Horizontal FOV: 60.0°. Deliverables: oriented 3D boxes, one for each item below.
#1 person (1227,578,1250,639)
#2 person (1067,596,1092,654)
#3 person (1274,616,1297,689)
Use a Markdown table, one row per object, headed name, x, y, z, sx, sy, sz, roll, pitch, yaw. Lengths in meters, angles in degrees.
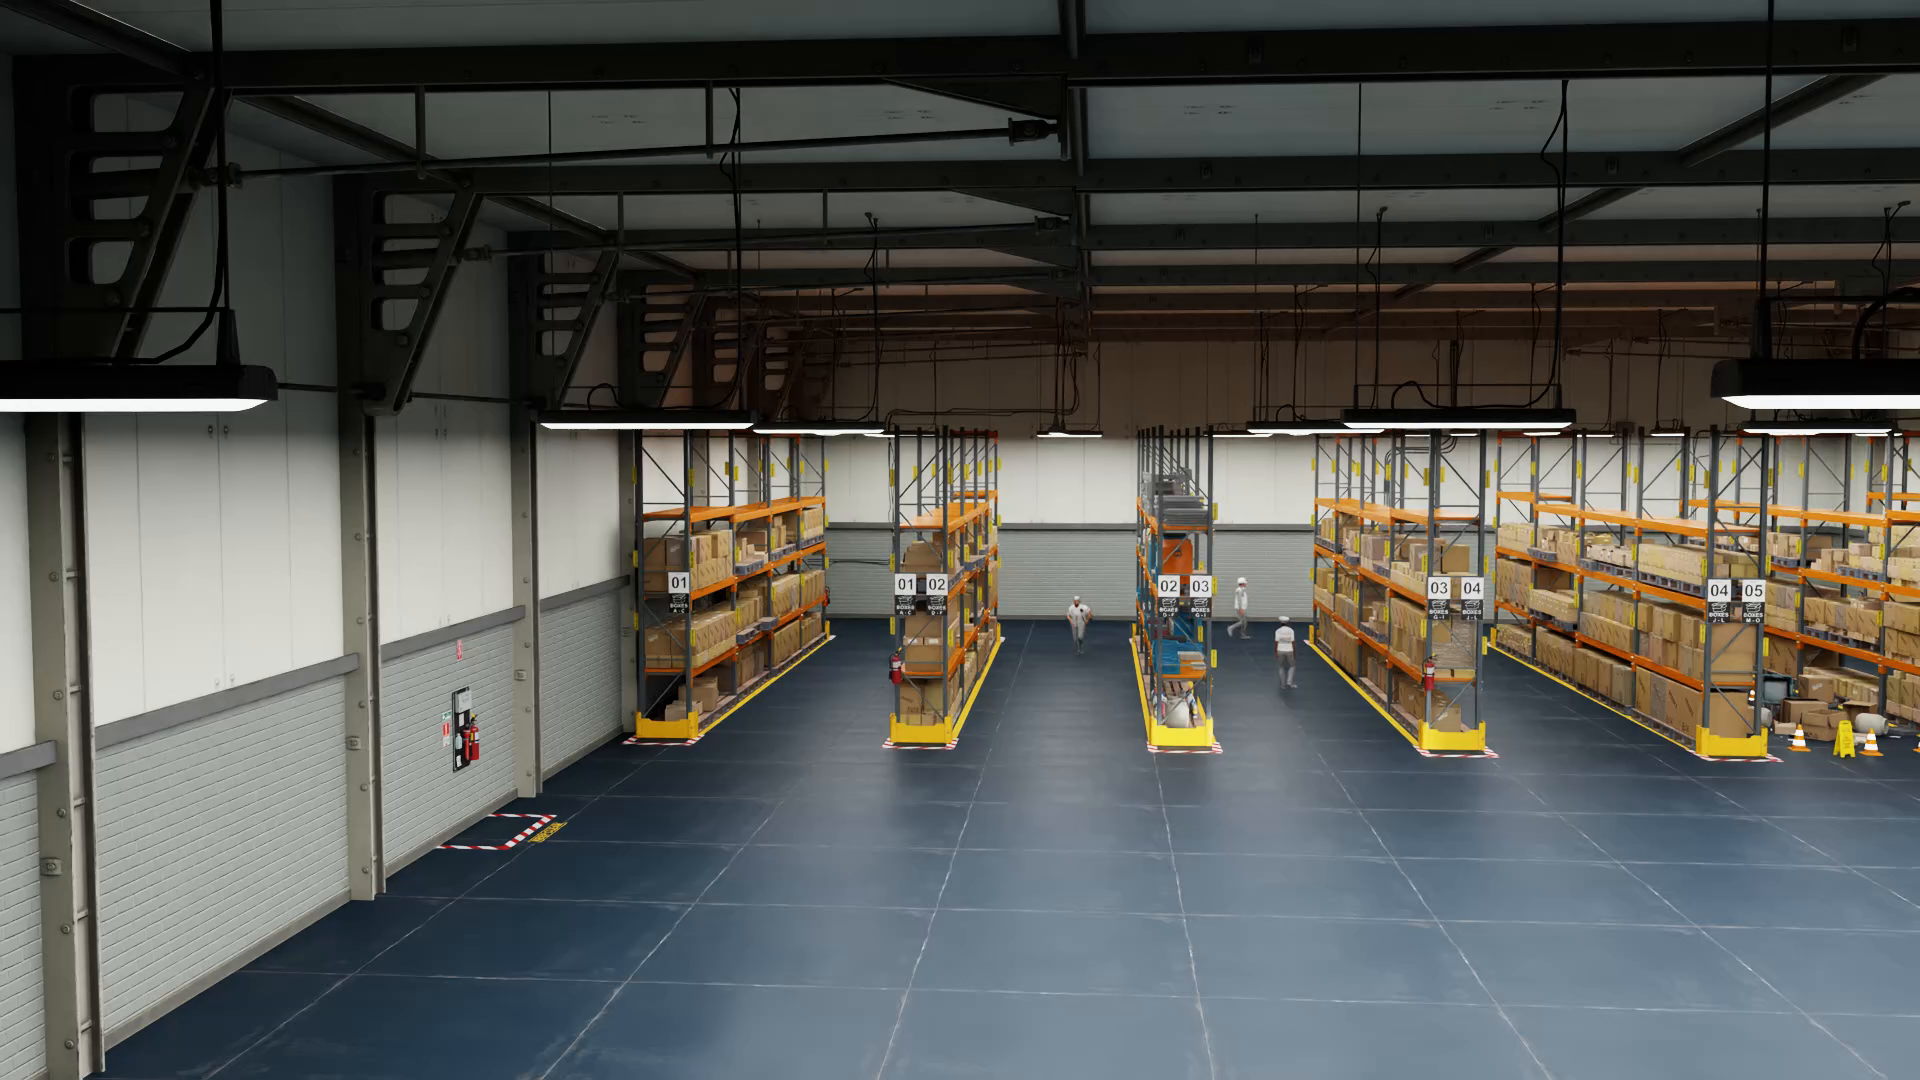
| name | x | y | z | sx | sy | sz | roll | pitch | yaw |
| --- | --- | --- | --- | --- | --- | --- | --- | --- | --- |
| person | 8.004 | 1.965 | 47.704 | 0.654 | 1.765 | 0.577 | 1 | 4 | 13 |
| person | 3.182 | 2.272 | 44.298 | 0.646 | 1.582 | 0.752 | 1 | 4 | 16 |
| person | 7.476 | 2.599 | 38.171 | 0.507 | 1.674 | 0.482 | 0 | 3 | 7 |
